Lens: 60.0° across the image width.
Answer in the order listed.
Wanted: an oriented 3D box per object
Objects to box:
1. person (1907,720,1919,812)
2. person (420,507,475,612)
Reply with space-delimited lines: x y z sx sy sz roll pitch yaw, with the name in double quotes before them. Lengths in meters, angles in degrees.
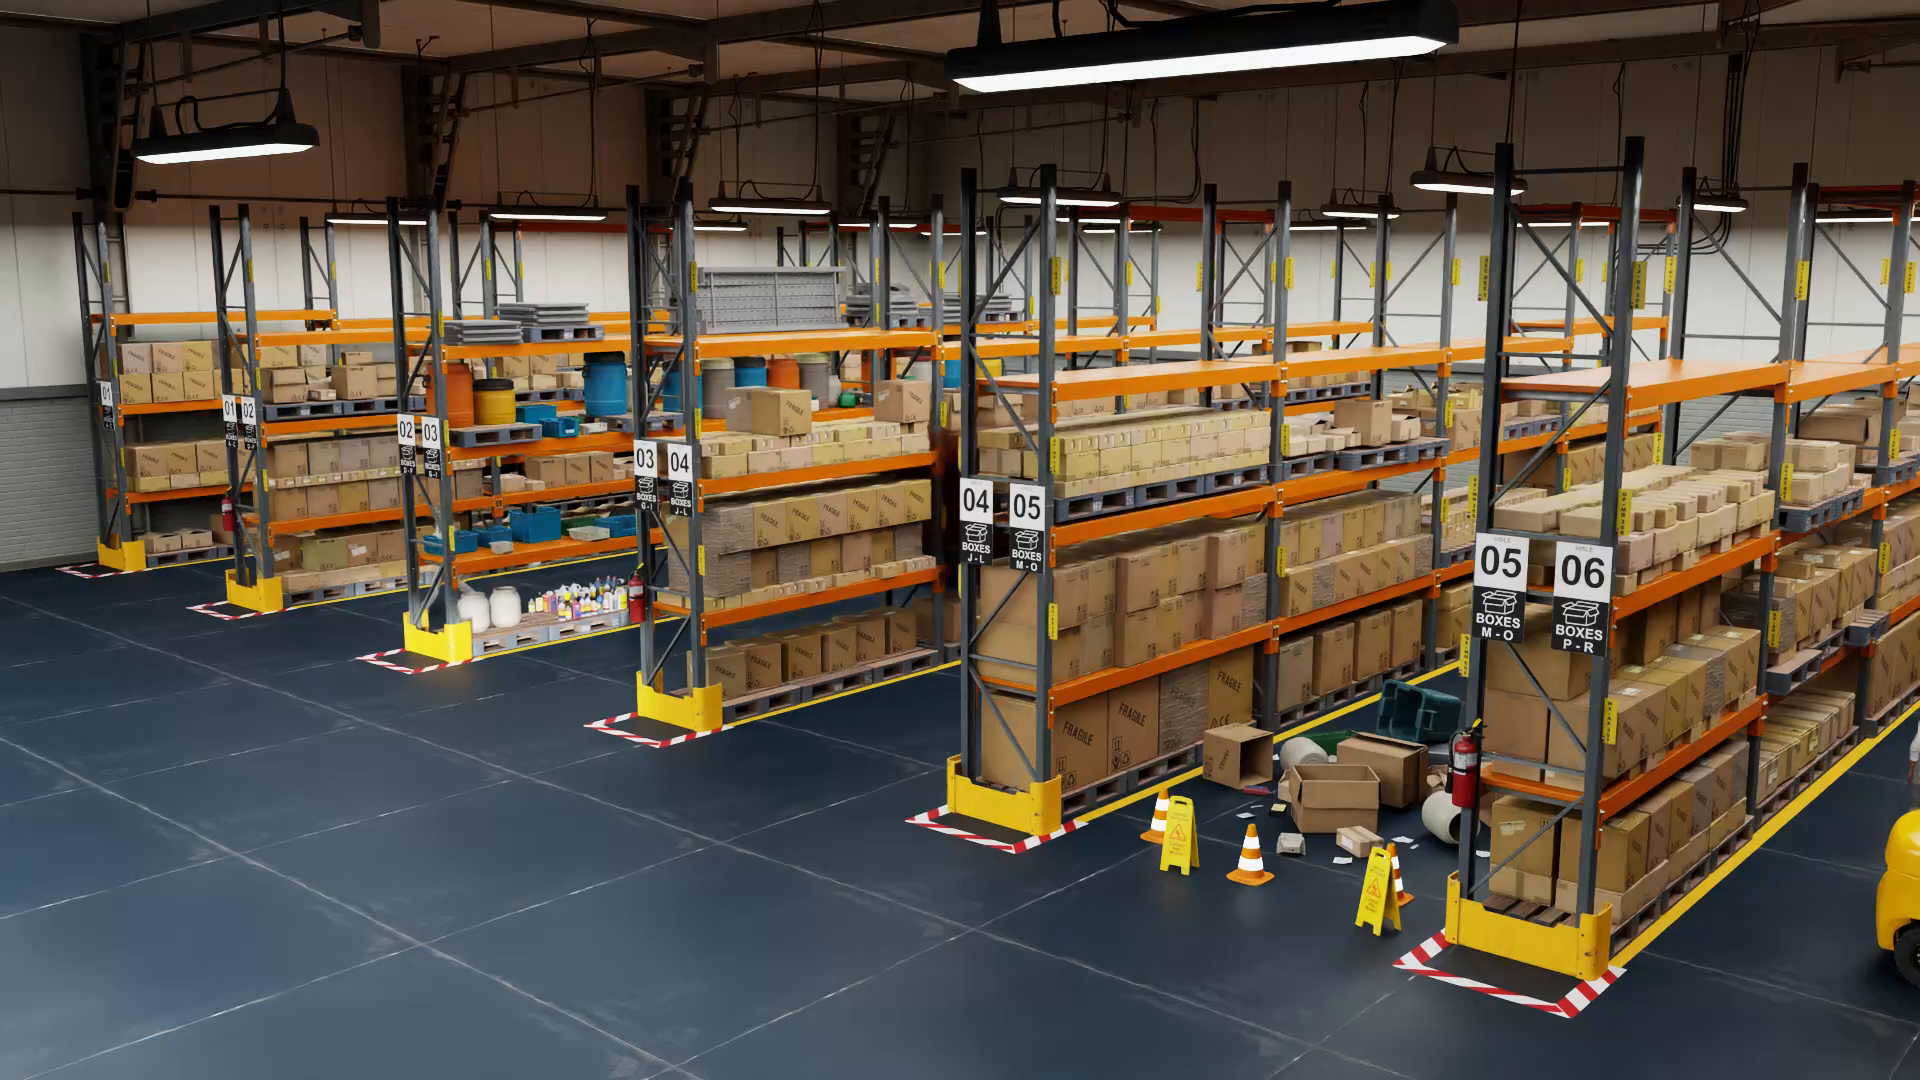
"person" 8.447 2.053 14.372 0.463 1.538 0.675 5 11 28
"person" -7.694 0.273 24.772 1.097 1.575 0.460 -6 11 -32
